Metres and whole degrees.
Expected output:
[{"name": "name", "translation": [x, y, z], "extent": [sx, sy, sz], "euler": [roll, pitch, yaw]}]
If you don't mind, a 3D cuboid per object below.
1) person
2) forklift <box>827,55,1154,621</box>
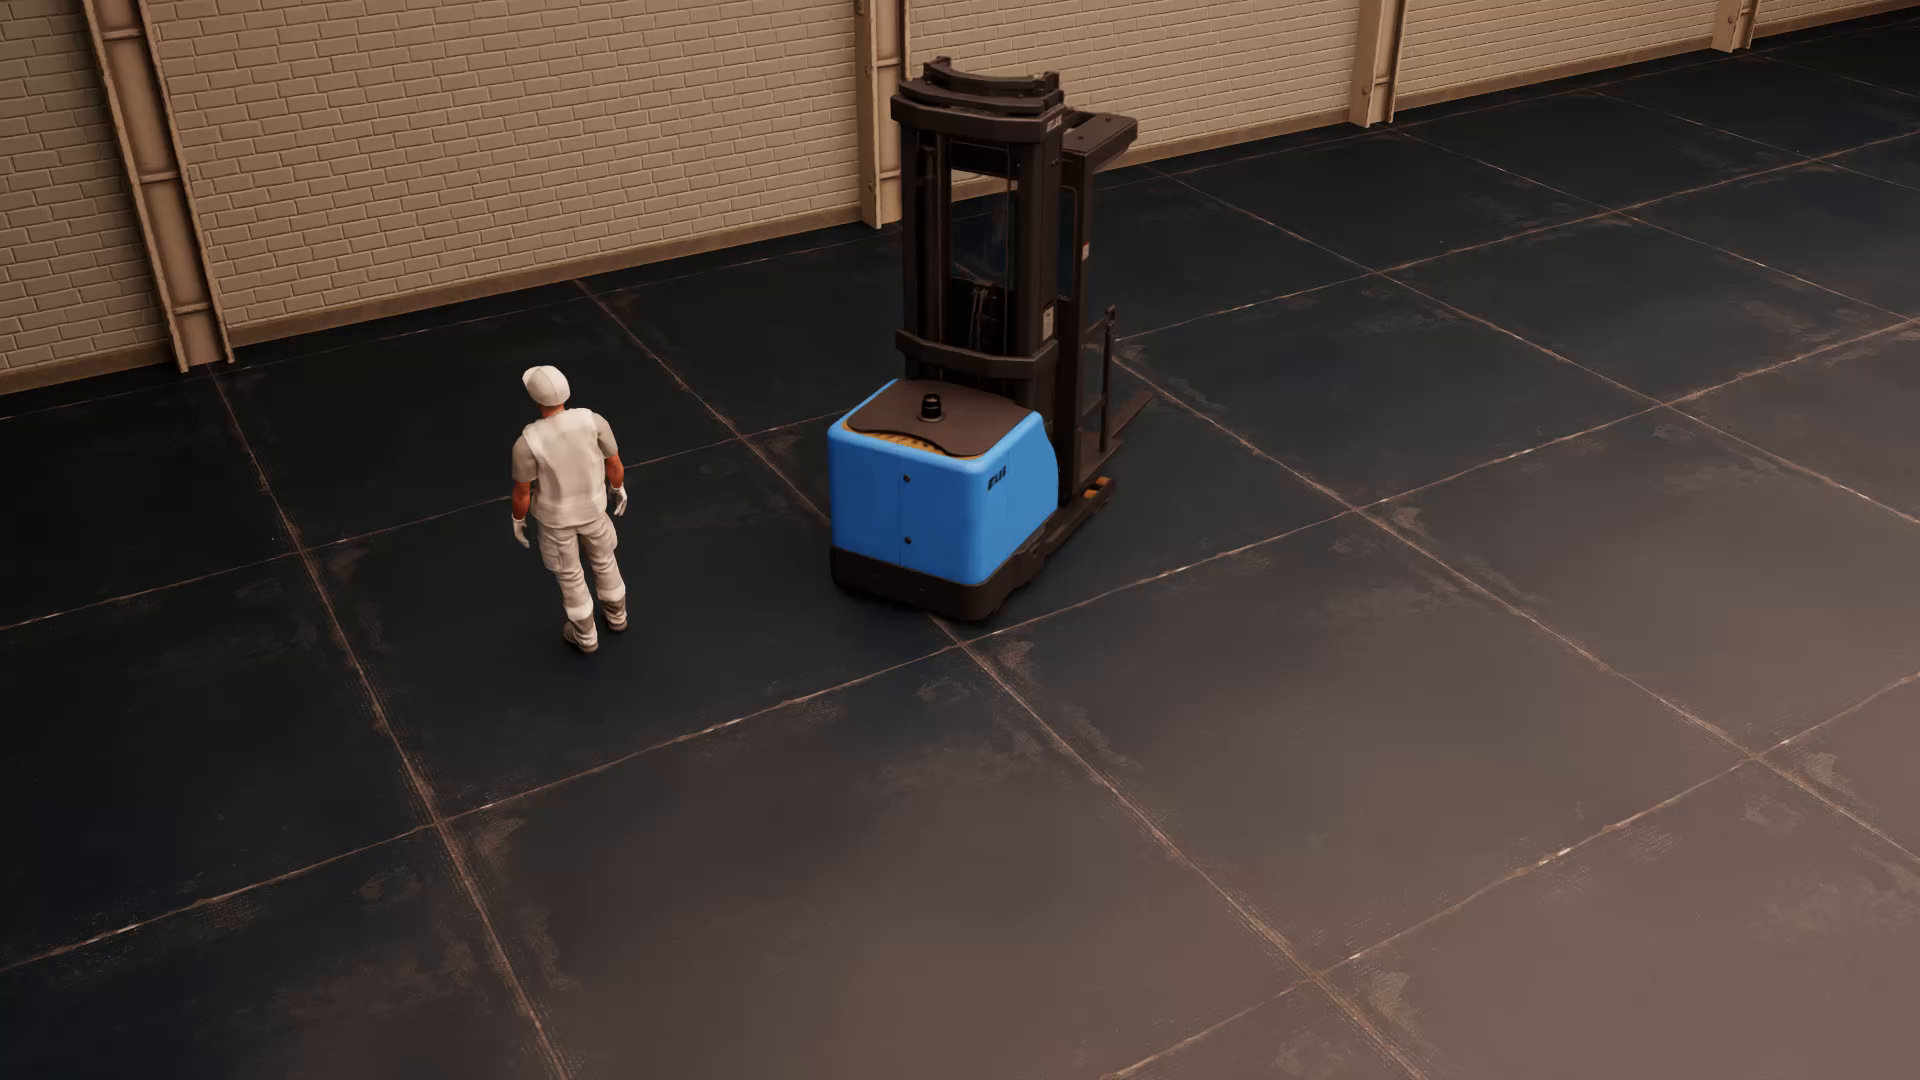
[{"name": "person", "translation": [-2.141, -0.190, 9.063], "extent": [0.640, 1.788, 0.565], "euler": [-17, 35, -25]}, {"name": "forklift", "translation": [0.368, -1.521, 10.188], "extent": [1.130, 2.935, 3.031], "euler": [16, 34, 24]}]
